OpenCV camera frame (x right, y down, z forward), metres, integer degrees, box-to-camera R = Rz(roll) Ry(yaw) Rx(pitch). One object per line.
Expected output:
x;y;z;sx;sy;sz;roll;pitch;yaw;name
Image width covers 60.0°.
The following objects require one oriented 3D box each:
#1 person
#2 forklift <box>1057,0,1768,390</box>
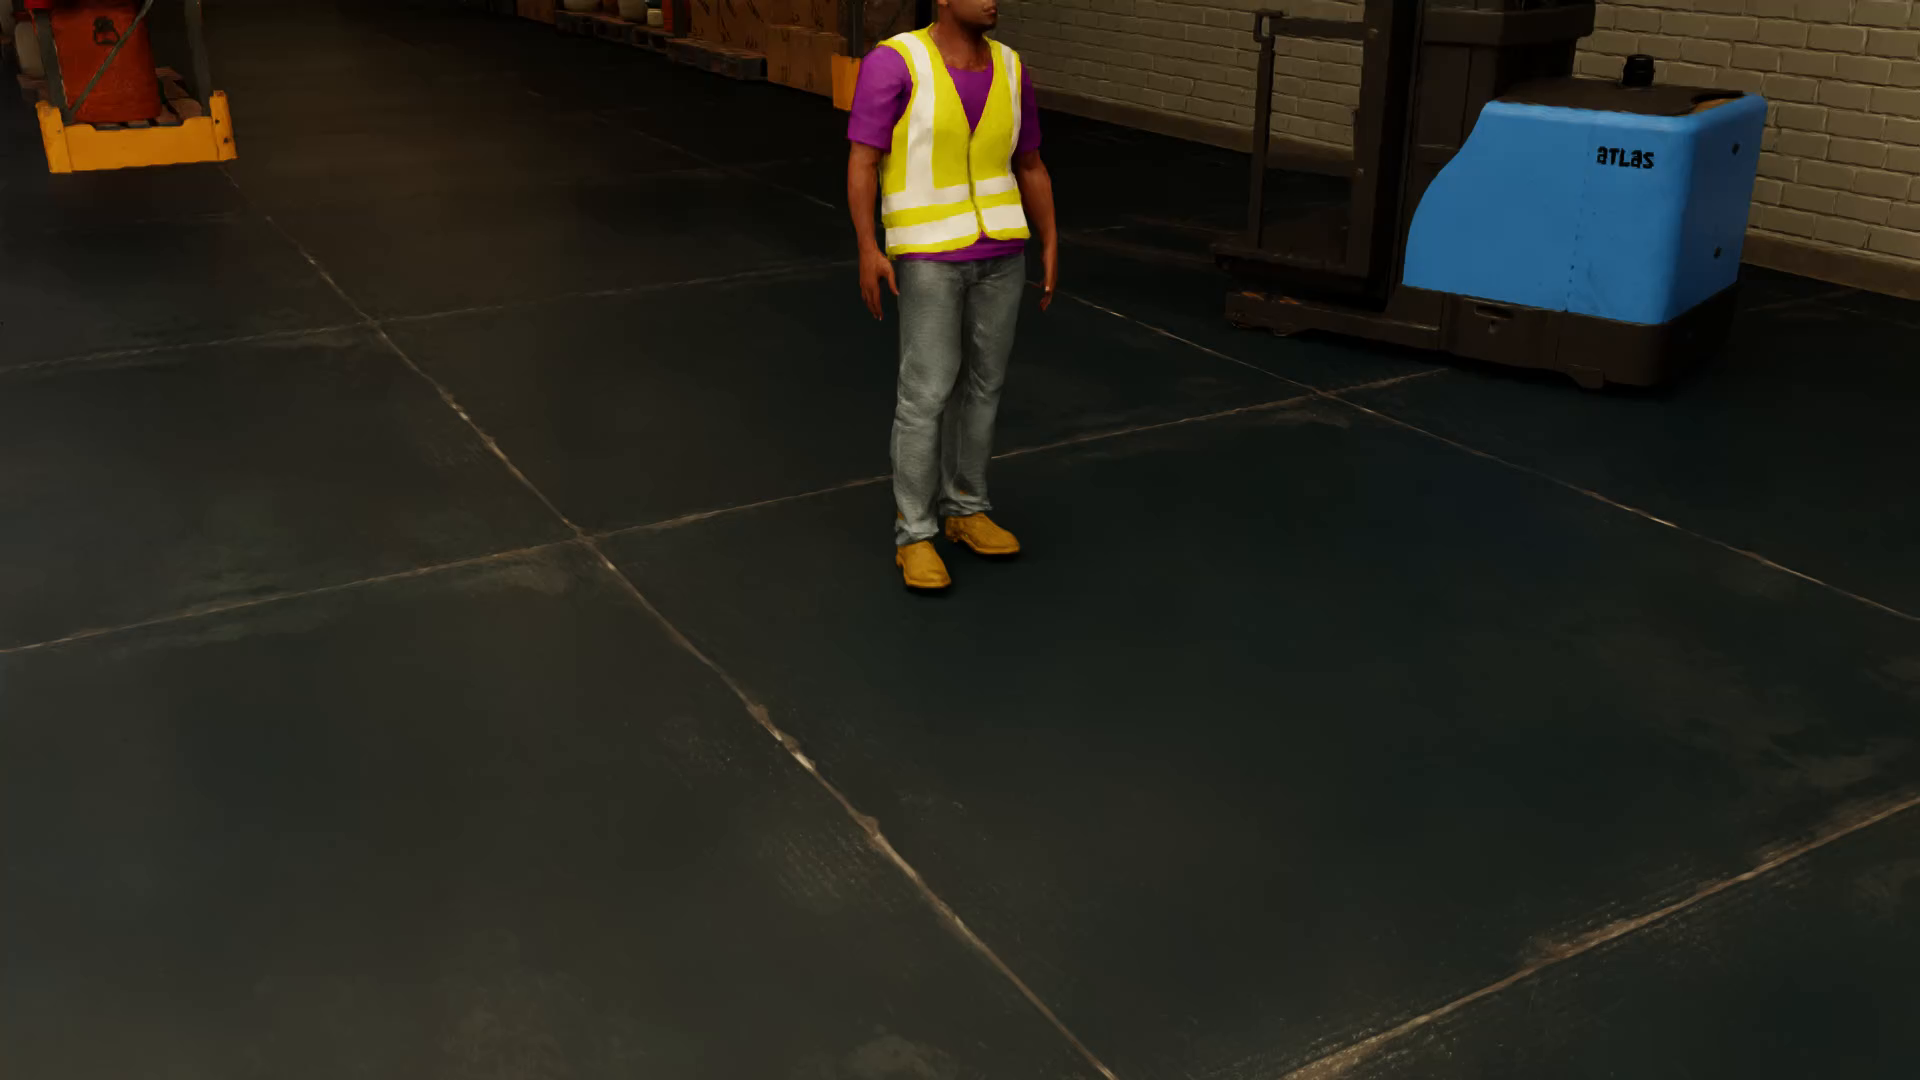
0.030;-0.800;4.738;0.665;1.766;0.576;-12;25;-28;person
1.812;-2.385;7.087;3.031;2.935;1.130;18;28;36;forklift
